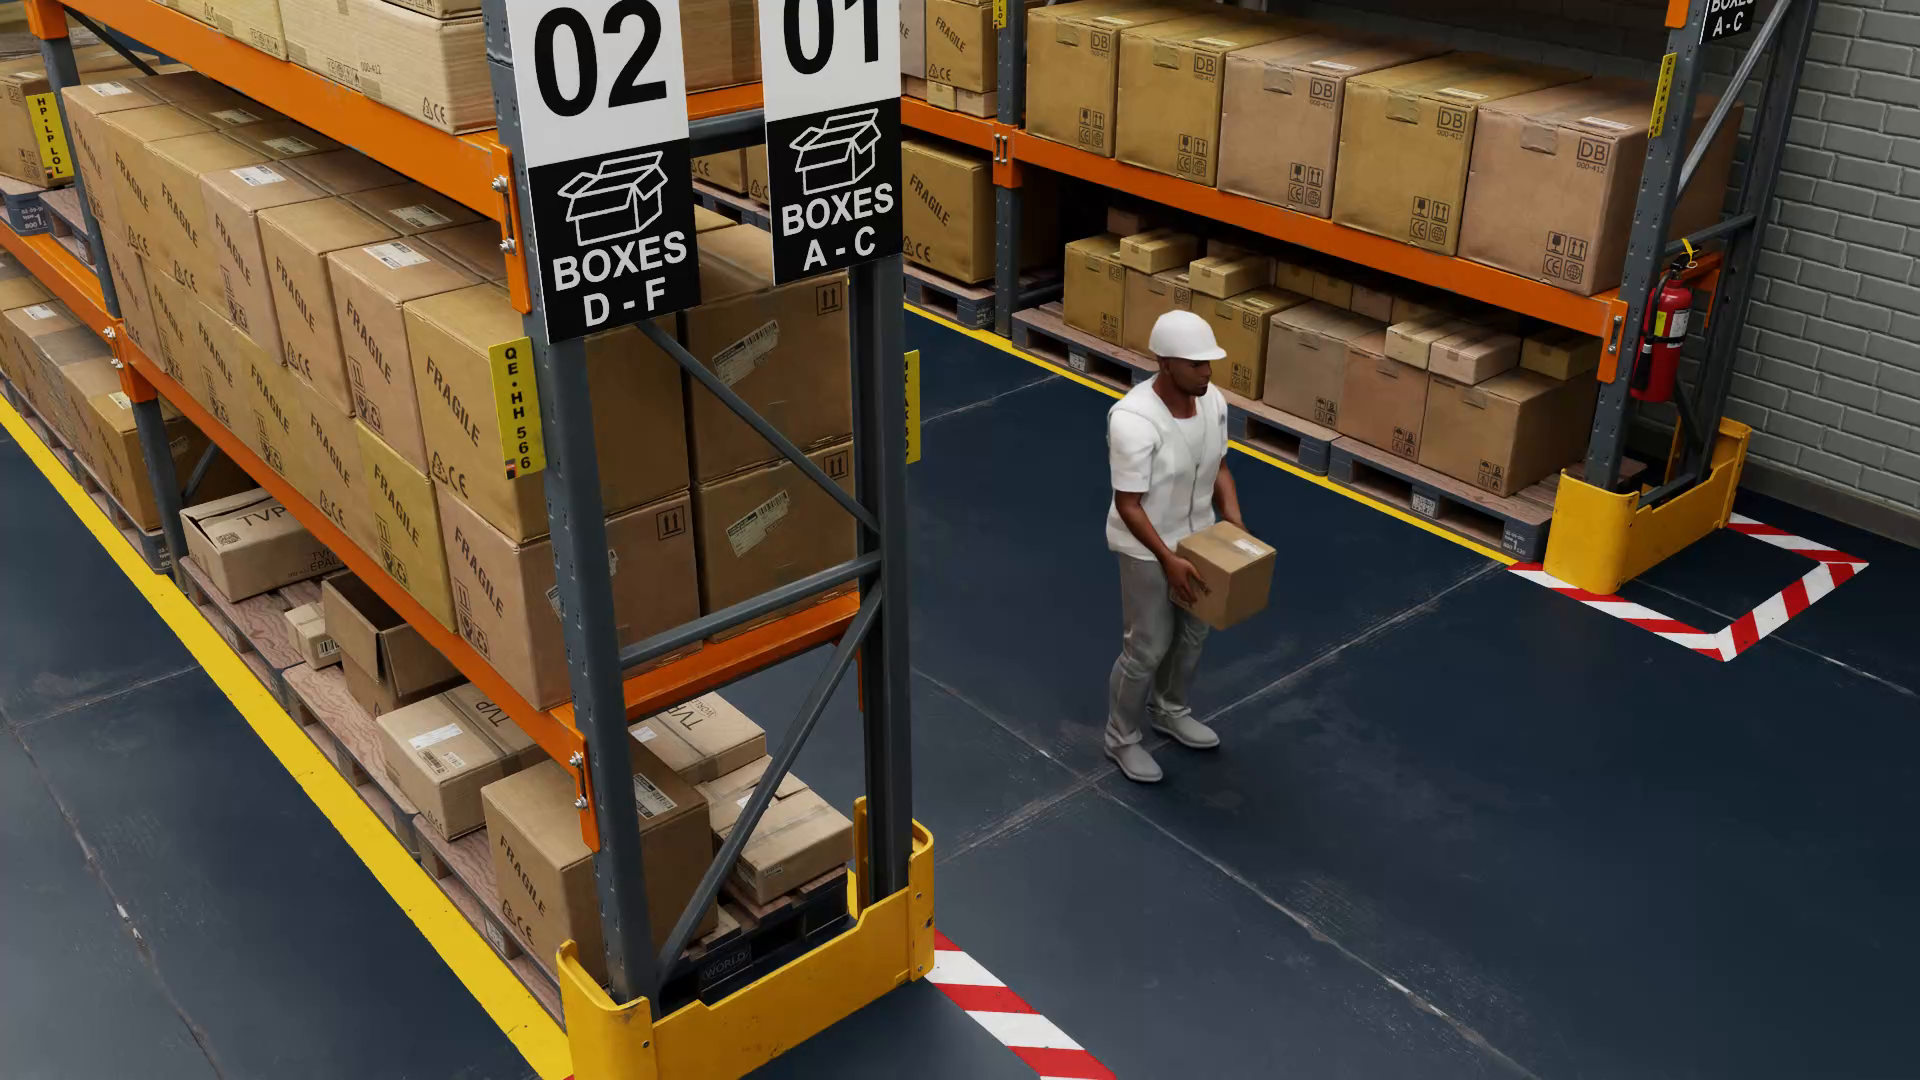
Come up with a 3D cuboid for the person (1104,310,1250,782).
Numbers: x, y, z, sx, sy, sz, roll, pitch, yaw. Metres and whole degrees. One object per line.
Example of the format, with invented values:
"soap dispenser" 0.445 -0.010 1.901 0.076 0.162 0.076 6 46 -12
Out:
"person" 0.791 0.028 6.042 0.566 1.768 0.496 -22 35 -36
